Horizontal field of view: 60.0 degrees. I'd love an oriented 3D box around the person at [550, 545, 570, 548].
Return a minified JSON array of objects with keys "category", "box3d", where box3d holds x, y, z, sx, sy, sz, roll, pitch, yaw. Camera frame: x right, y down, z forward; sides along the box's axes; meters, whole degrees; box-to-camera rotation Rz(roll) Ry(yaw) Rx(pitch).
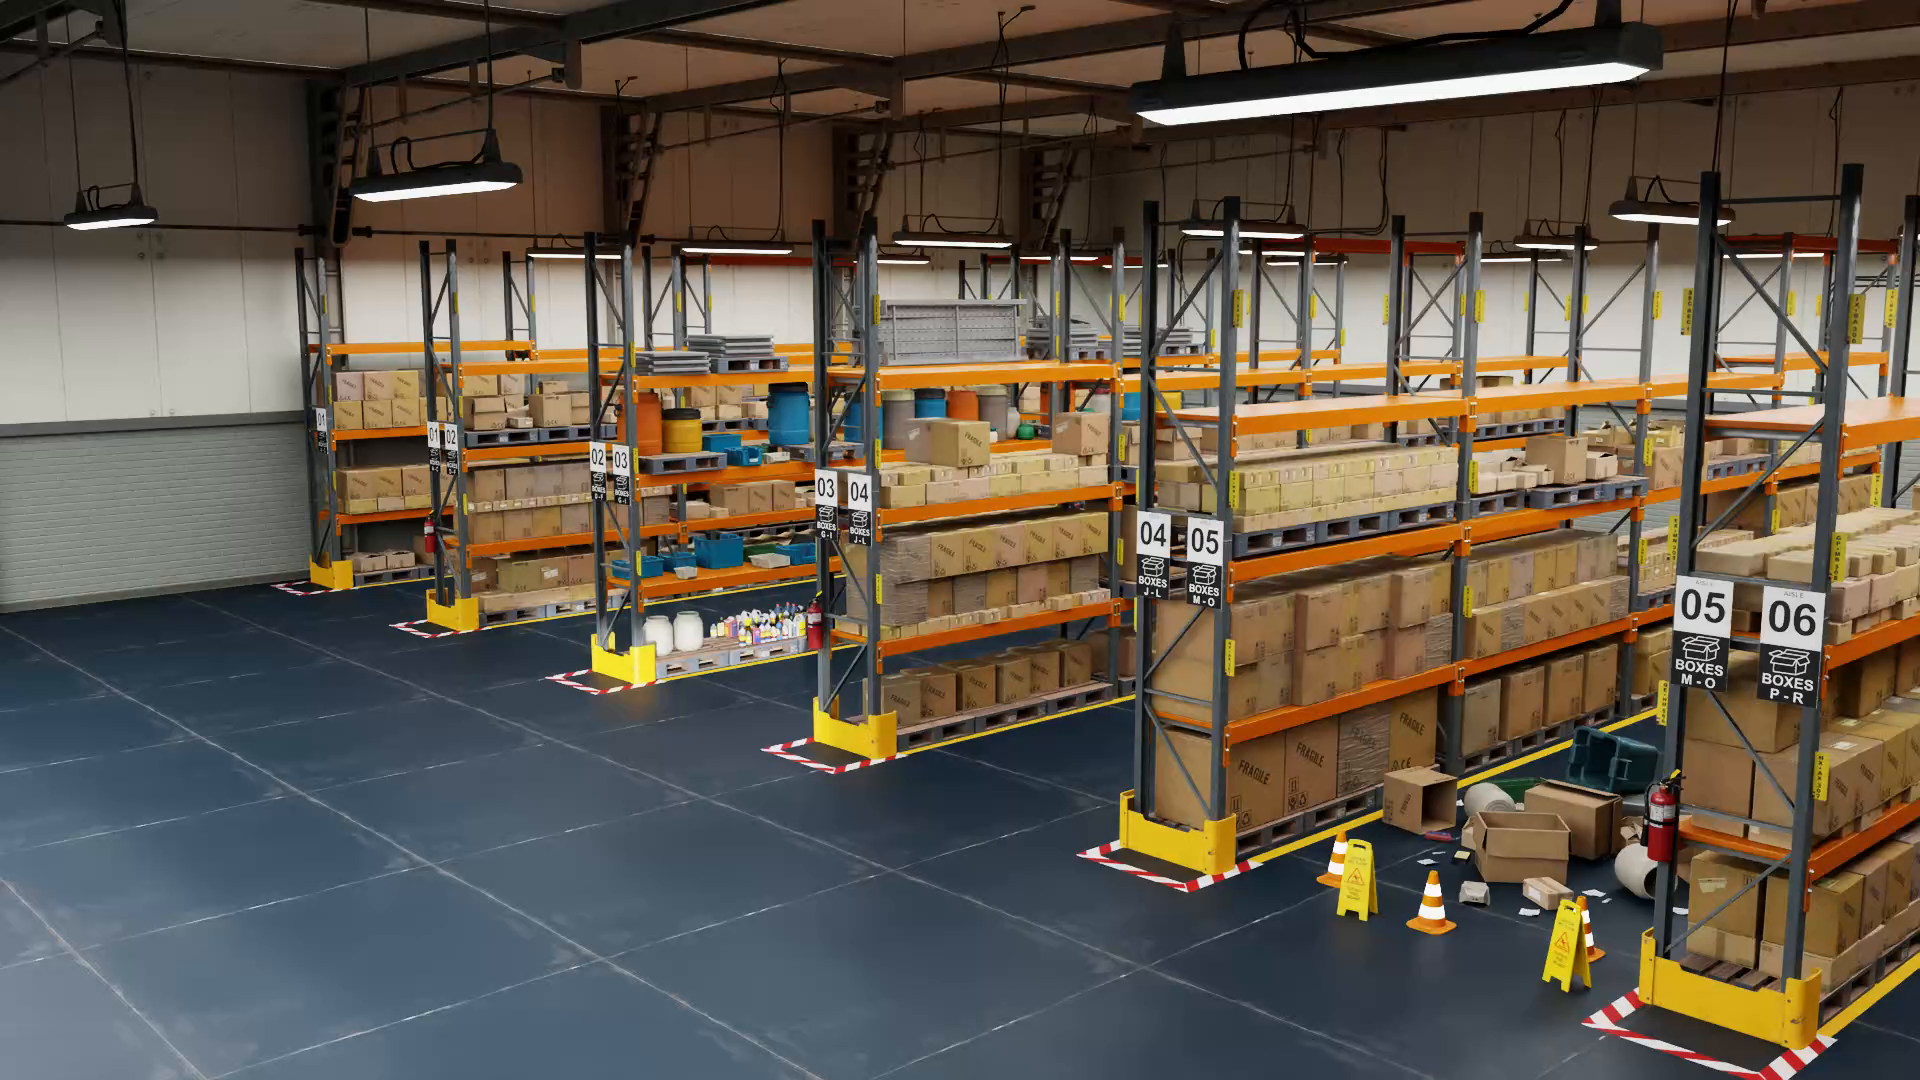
[{"category":"person","box3d":[-7.089,-0.055,29.651,0.647,1.750,0.735,6,10,36]}]
